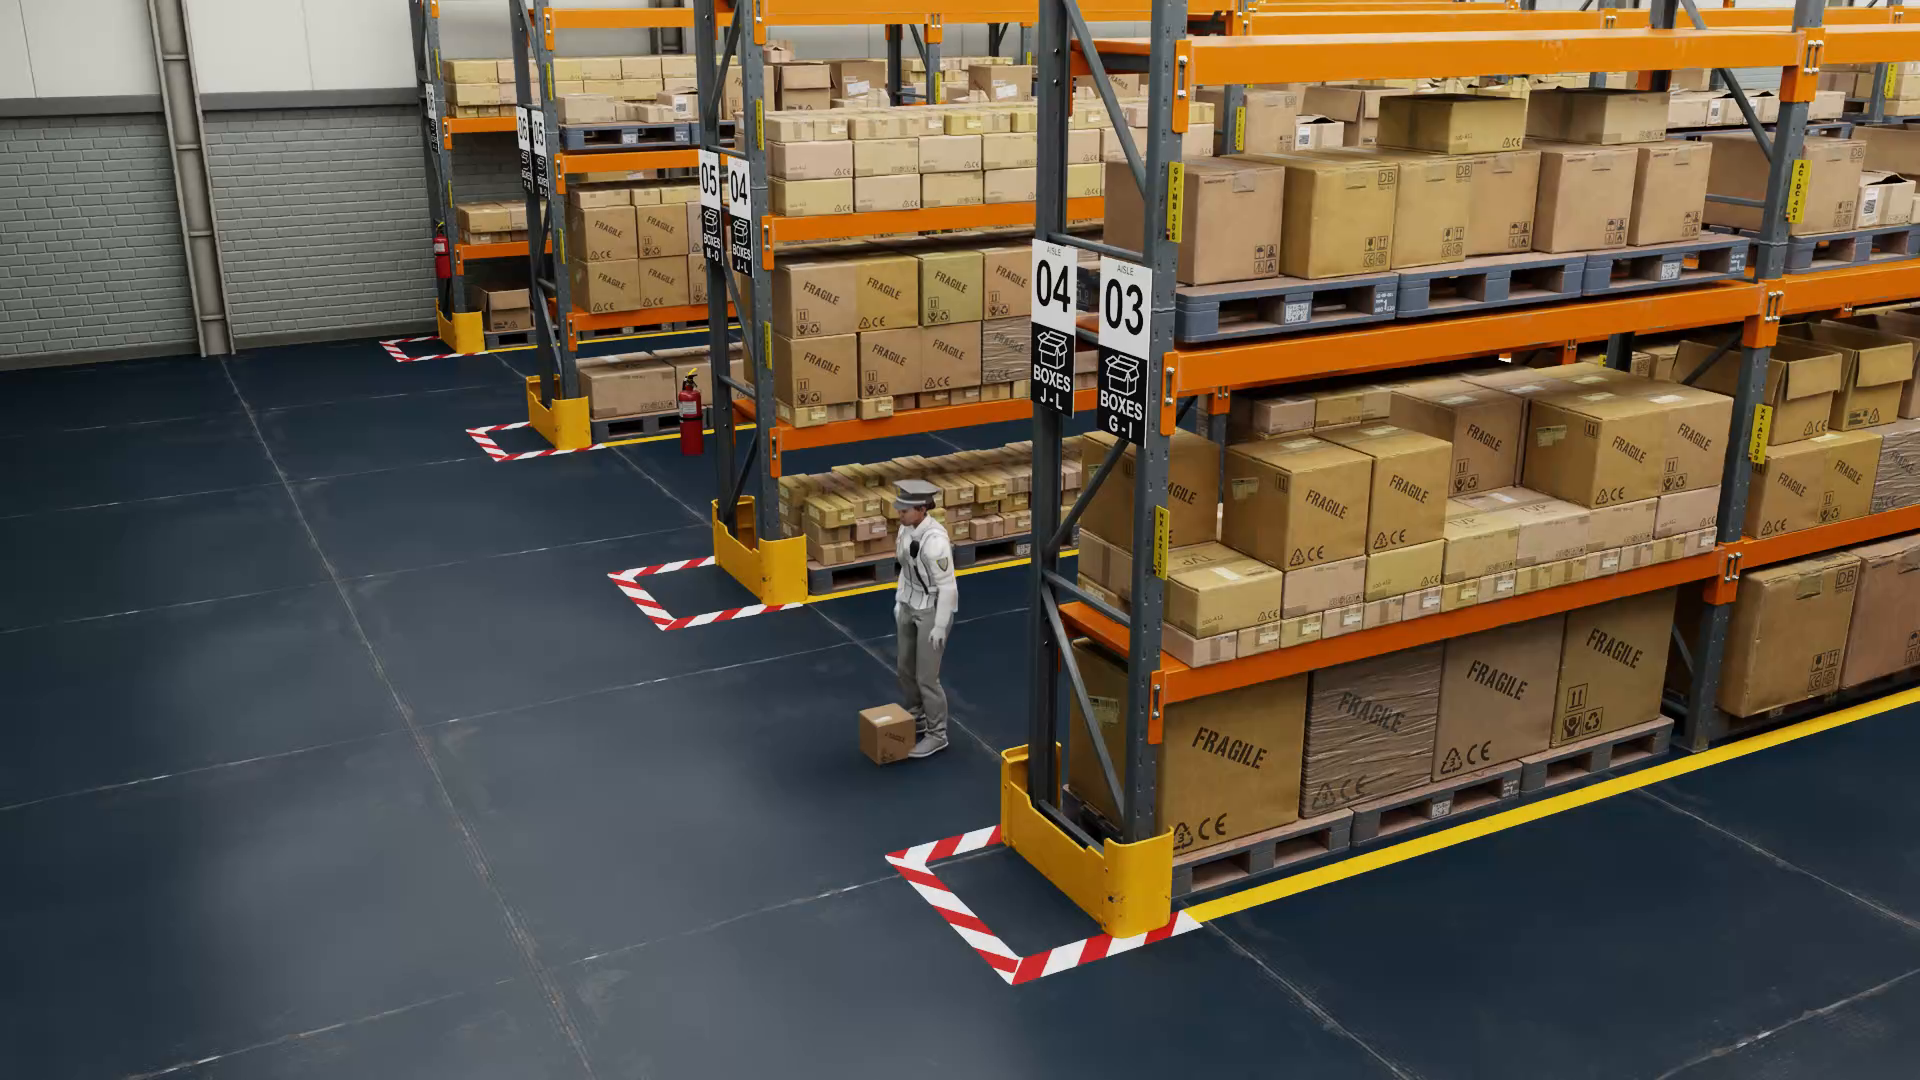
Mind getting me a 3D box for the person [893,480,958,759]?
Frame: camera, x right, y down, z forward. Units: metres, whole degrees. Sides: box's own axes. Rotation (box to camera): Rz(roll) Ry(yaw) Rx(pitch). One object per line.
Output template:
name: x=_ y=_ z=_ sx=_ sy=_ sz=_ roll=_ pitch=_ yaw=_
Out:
person: x=-0.221 y=0.442 z=9.745 sx=0.375 sy=1.661 sz=0.529 roll=-11 pitch=21 yaw=-29
